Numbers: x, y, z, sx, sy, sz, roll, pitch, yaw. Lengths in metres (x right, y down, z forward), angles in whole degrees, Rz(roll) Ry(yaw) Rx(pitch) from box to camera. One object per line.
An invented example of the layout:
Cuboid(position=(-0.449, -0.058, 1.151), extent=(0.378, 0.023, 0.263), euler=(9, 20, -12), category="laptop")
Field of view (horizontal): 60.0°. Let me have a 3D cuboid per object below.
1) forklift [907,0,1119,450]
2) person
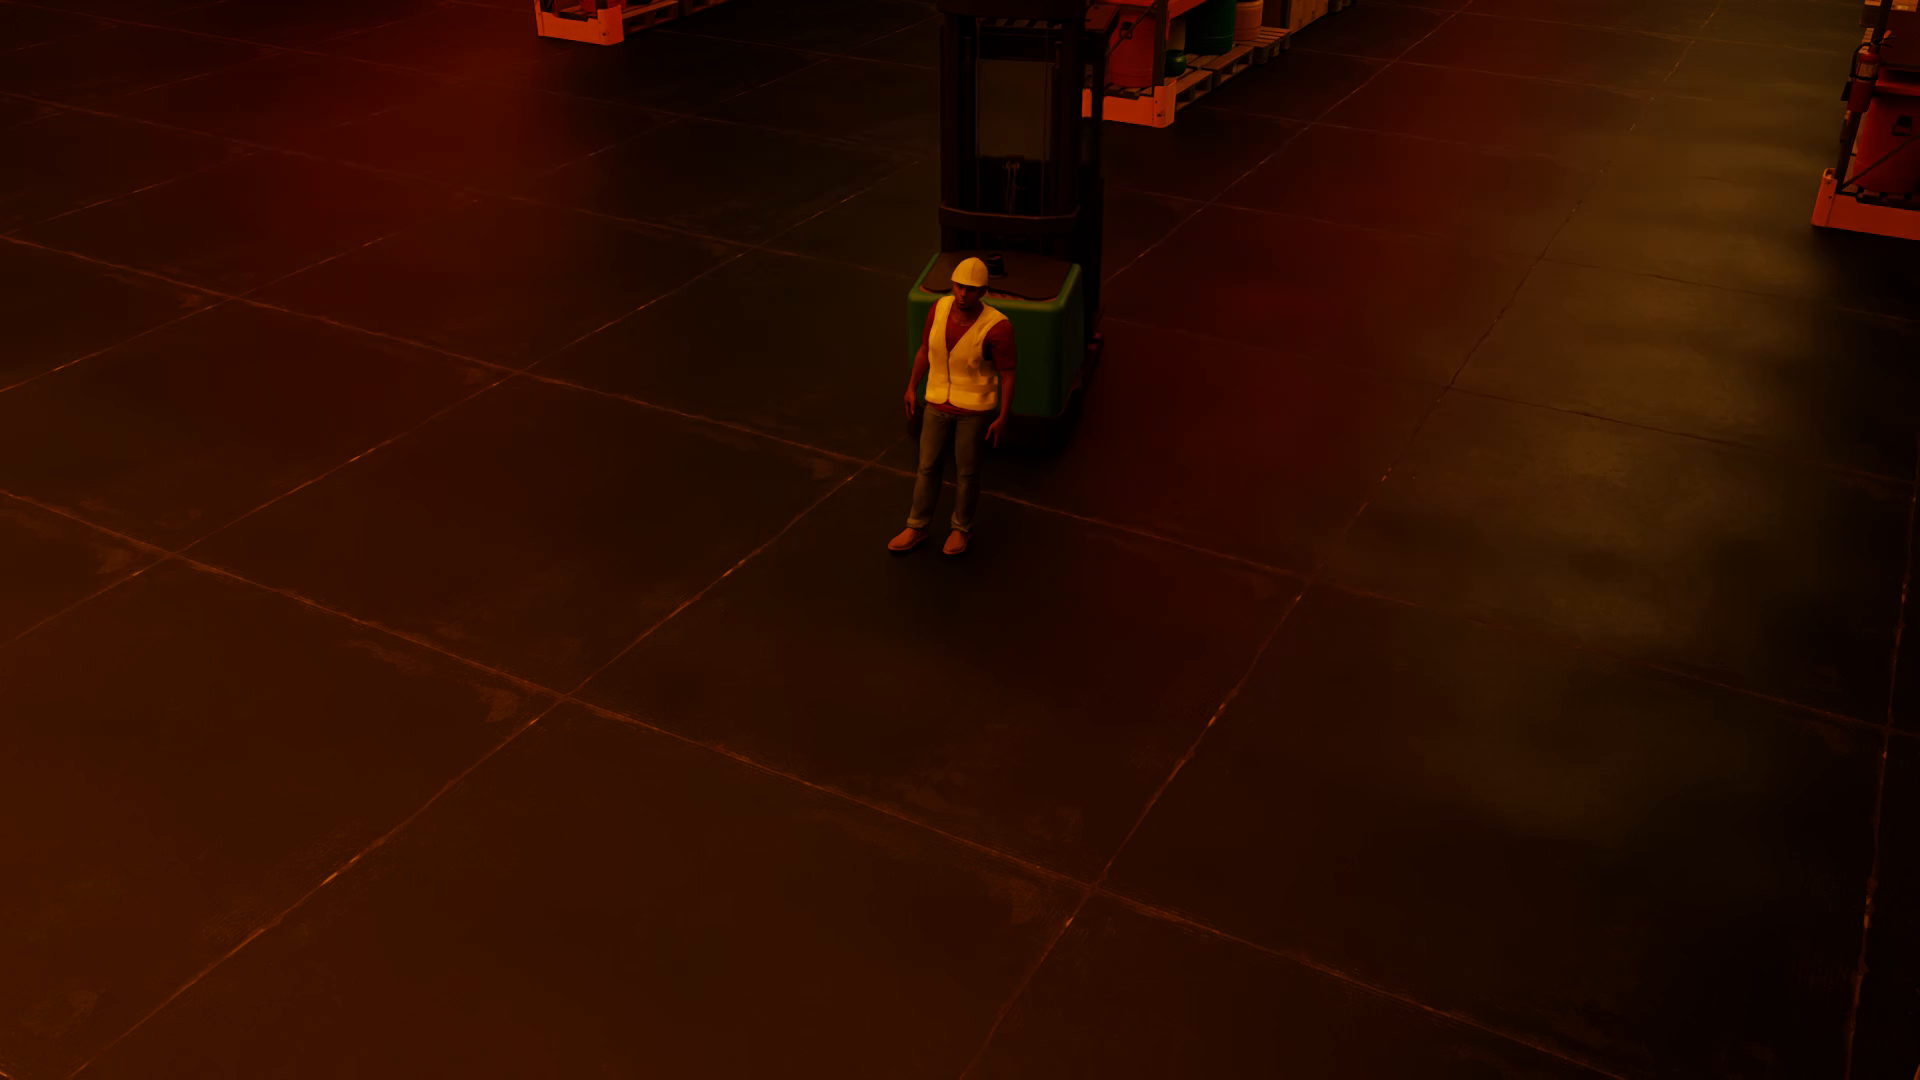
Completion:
Cuboid(position=(0.461, -2.579, 11.539), extent=(1.130, 2.935, 3.031), euler=(6, 31, 11), category="forklift")
Cuboid(position=(-0.039, -0.743, 9.508), extent=(0.665, 1.765, 0.577), euler=(15, 33, 25), category="person")
